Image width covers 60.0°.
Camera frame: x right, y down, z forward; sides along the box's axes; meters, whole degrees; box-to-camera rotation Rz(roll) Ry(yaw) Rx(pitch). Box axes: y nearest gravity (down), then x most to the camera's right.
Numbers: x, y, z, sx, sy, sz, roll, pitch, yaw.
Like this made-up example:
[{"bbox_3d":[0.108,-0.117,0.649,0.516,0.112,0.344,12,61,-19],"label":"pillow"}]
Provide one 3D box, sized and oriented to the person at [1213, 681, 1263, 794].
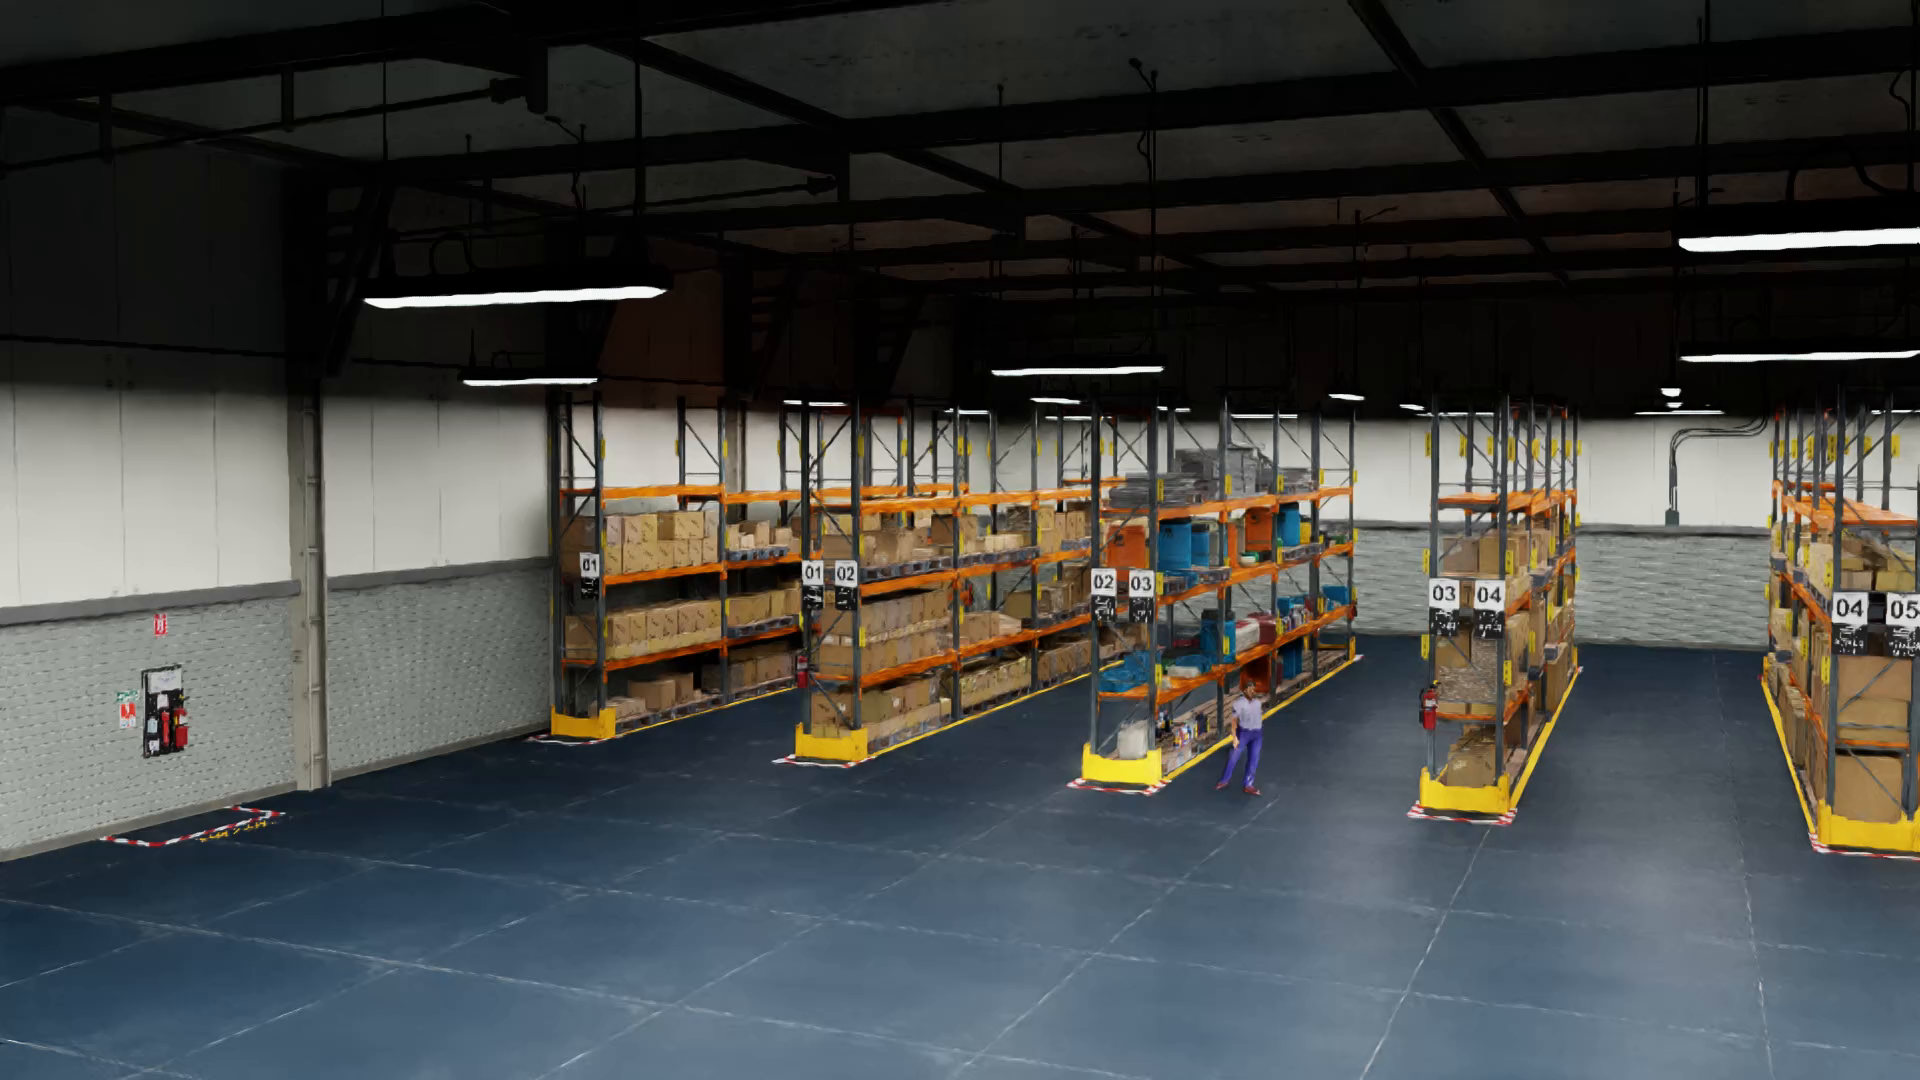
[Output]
[{"bbox_3d":[4.041,2.855,24.129,0.680,1.640,0.519,-1,3,-20],"label":"person"}]
